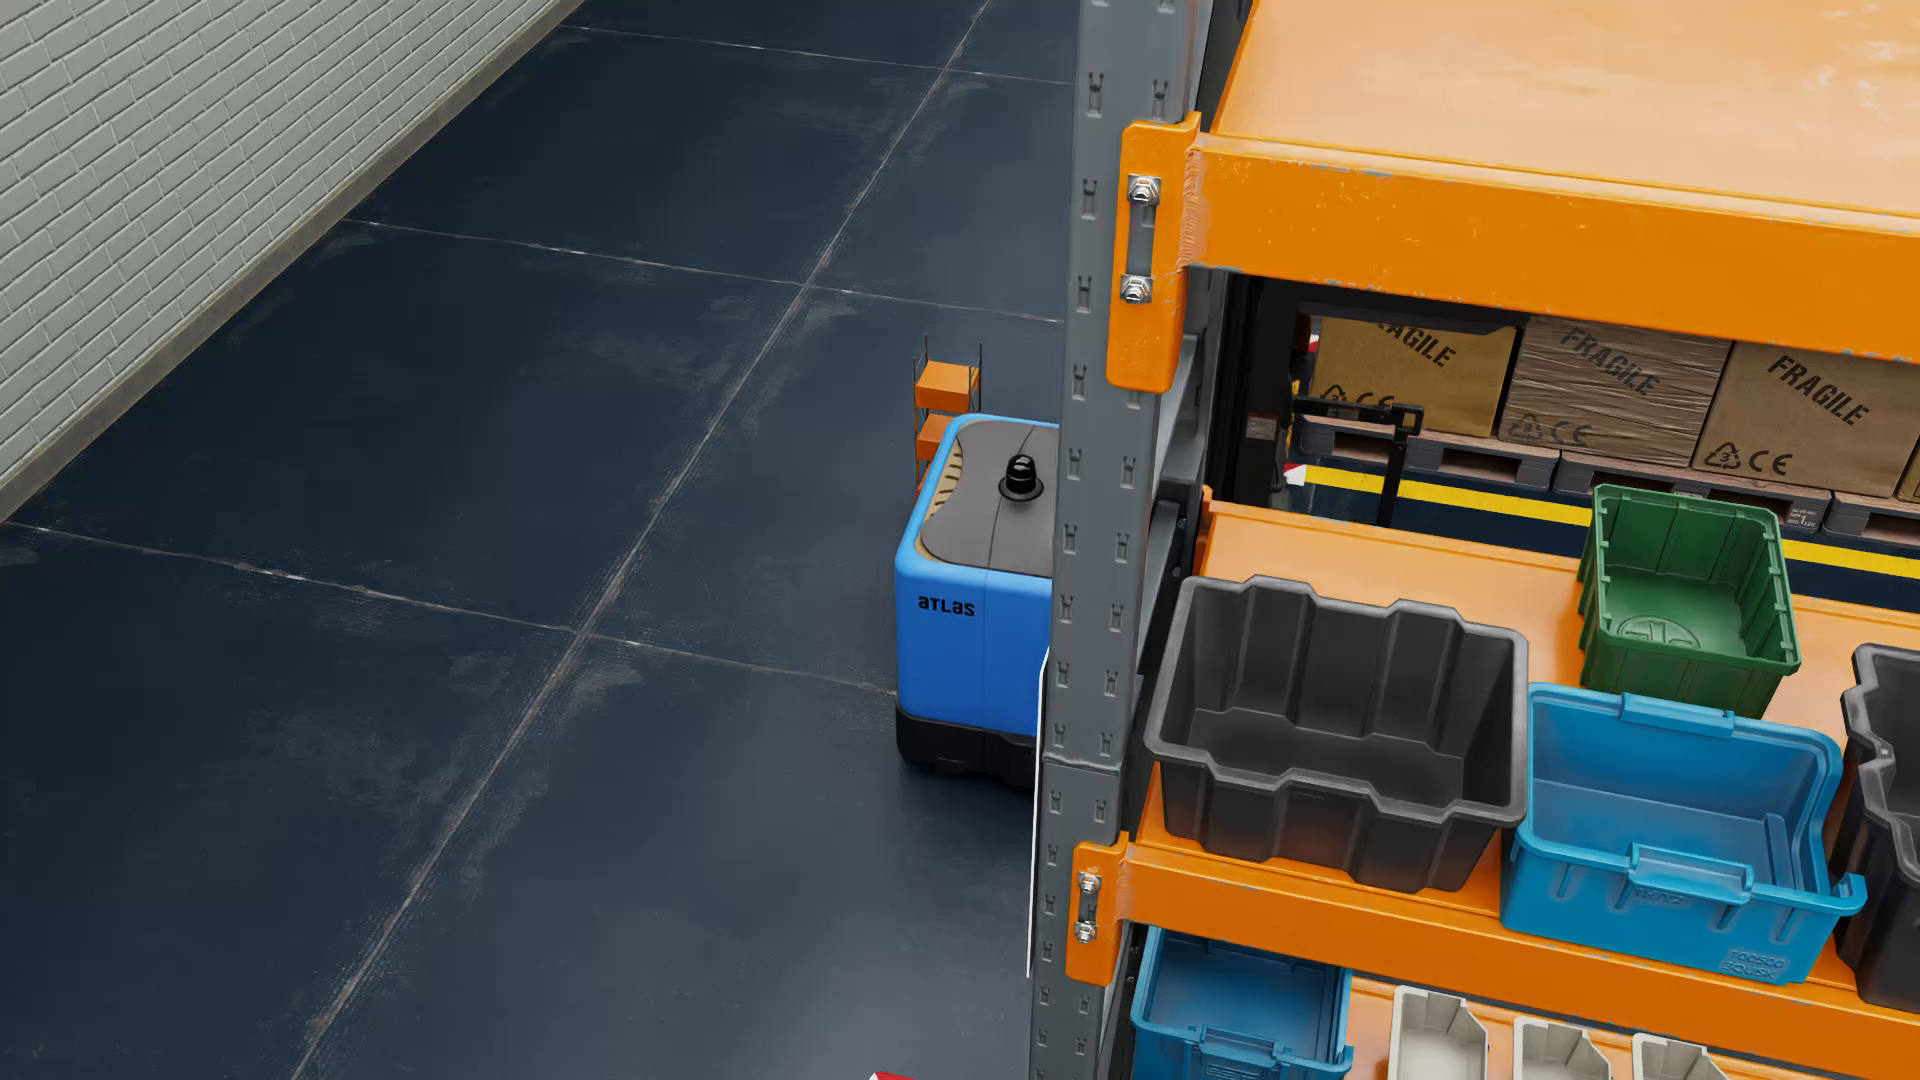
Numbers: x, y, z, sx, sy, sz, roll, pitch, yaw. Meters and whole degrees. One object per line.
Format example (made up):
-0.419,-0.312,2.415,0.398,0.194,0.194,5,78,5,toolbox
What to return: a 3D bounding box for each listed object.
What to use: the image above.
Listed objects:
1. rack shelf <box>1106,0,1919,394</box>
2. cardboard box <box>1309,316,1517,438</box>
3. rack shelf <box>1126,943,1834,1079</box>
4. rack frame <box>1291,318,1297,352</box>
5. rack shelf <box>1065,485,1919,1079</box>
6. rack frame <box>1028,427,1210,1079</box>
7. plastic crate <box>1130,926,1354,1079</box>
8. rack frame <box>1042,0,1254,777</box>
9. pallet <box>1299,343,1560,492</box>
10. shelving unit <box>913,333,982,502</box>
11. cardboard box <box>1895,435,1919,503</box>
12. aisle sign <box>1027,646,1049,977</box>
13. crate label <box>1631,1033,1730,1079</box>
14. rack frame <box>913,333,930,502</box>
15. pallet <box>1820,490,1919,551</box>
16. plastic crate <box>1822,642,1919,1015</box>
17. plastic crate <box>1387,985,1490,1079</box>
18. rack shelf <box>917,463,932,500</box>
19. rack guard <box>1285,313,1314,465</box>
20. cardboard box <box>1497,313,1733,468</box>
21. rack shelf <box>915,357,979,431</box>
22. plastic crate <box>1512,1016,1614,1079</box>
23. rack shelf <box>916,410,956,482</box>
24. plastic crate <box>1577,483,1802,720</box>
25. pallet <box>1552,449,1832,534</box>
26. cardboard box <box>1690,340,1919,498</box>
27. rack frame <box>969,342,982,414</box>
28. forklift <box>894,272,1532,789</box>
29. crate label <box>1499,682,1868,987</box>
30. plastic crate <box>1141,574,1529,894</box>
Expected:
2.255,-0.330,2.041,4.000,0.370,1.077,10,41,11,rack shelf
2.242,-1.161,8.150,0.875,0.875,0.875,10,41,11,cardboard box
2.255,1.814,3.841,4.000,0.370,1.077,10,41,11,rack shelf
1.603,-1.871,7.670,0.127,3.000,1.000,10,41,11,rack frame
2.255,0.666,2.877,4.000,0.370,1.077,10,41,11,rack shelf
0.323,1.206,4.006,0.127,3.000,1.000,10,41,11,rack frame
0.694,1.109,4.047,0.499,0.435,0.616,10,41,11,plastic crate
0.323,-1.091,2.076,0.127,3.000,1.000,10,41,11,rack frame
2.395,-0.719,8.466,1.213,0.211,1.003,10,41,11,pallet
-0.052,-0.411,7.448,0.252,1.050,0.215,10,41,11,shelving unit
4.850,-0.712,7.616,0.875,0.875,0.875,10,41,11,cardboard box
0.176,0.383,2.964,0.004,0.787,0.394,10,41,11,aisle sign
1.709,1.396,3.939,0.243,0.136,0.396,10,41,11,crate label
-0.170,-0.431,7.472,0.008,1.050,0.200,10,41,11,rack frame
4.753,-0.313,7.983,1.213,0.211,1.003,10,41,11,pallet
1.727,0.506,2.555,0.767,0.338,0.504,10,41,11,plastic crate
1.157,1.307,4.044,0.243,0.136,0.396,10,41,11,plastic crate
-0.052,-0.190,7.633,0.240,0.259,0.215,10,41,11,rack shelf
1.580,-0.918,8.478,0.348,0.500,1.175,10,41,11,rack guard
3.121,-1.010,7.970,0.875,0.875,0.875,10,41,11,cardboard box
-0.052,-0.620,7.272,0.240,0.259,0.215,10,41,11,rack shelf
1.433,1.365,3.976,0.243,0.136,0.396,10,41,11,plastic crate
-0.052,-0.403,7.454,0.240,0.259,0.215,10,41,11,rack shelf
1.349,0.125,3.125,0.336,0.188,0.450,10,41,11,plastic crate
3.570,-0.514,8.223,1.213,0.211,1.003,10,41,11,pallet
3.981,-0.862,7.794,0.875,0.875,0.875,10,41,11,cardboard box
0.066,-0.391,7.423,0.008,1.050,0.200,10,41,11,rack frame
1.317,-0.313,5.868,3.031,2.935,1.130,8,41,10,forklift
1.130,0.469,2.667,0.502,0.251,0.408,10,41,11,crate label
0.622,0.345,2.801,0.590,0.269,0.497,10,41,11,plastic crate
